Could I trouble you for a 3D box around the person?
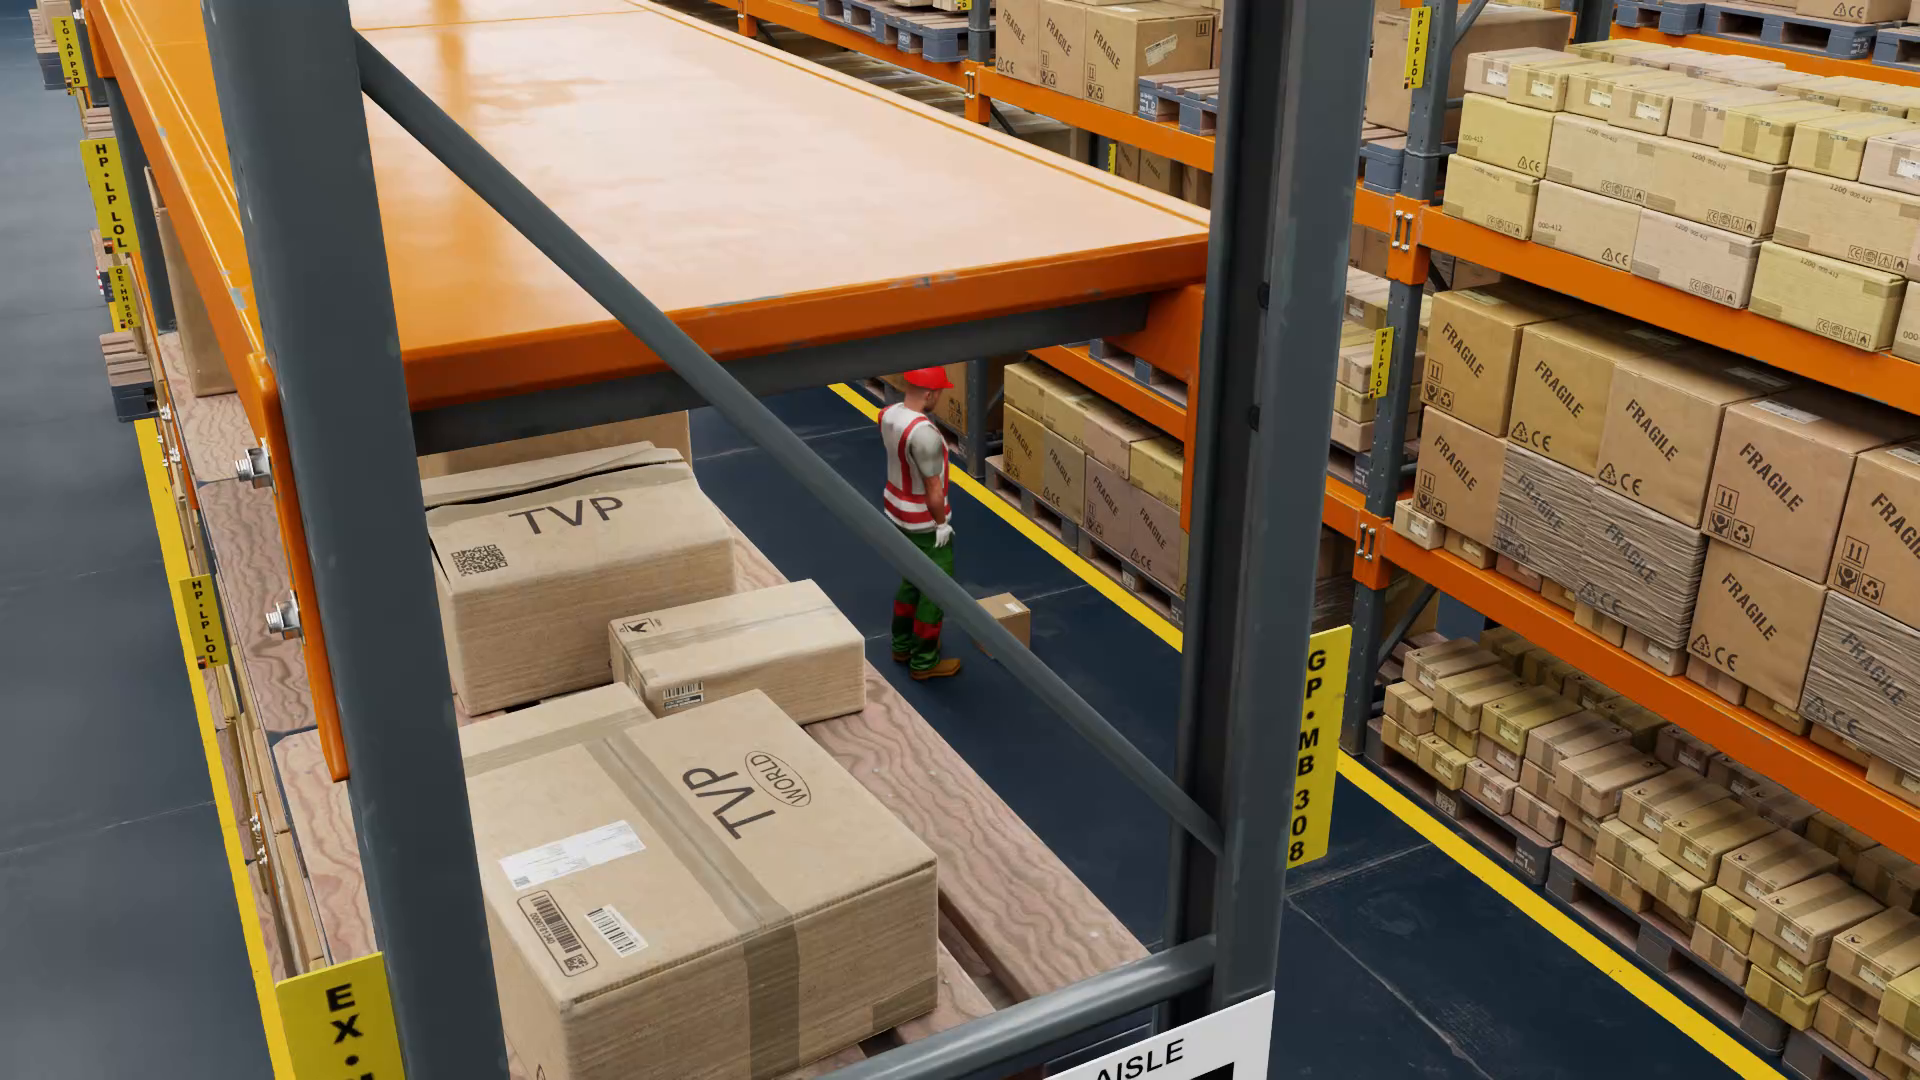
[{"bbox_3d":[-0.203,-0.123,8.861,0.377,1.770,0.531,-12,28,-24],"label":"person"}]
